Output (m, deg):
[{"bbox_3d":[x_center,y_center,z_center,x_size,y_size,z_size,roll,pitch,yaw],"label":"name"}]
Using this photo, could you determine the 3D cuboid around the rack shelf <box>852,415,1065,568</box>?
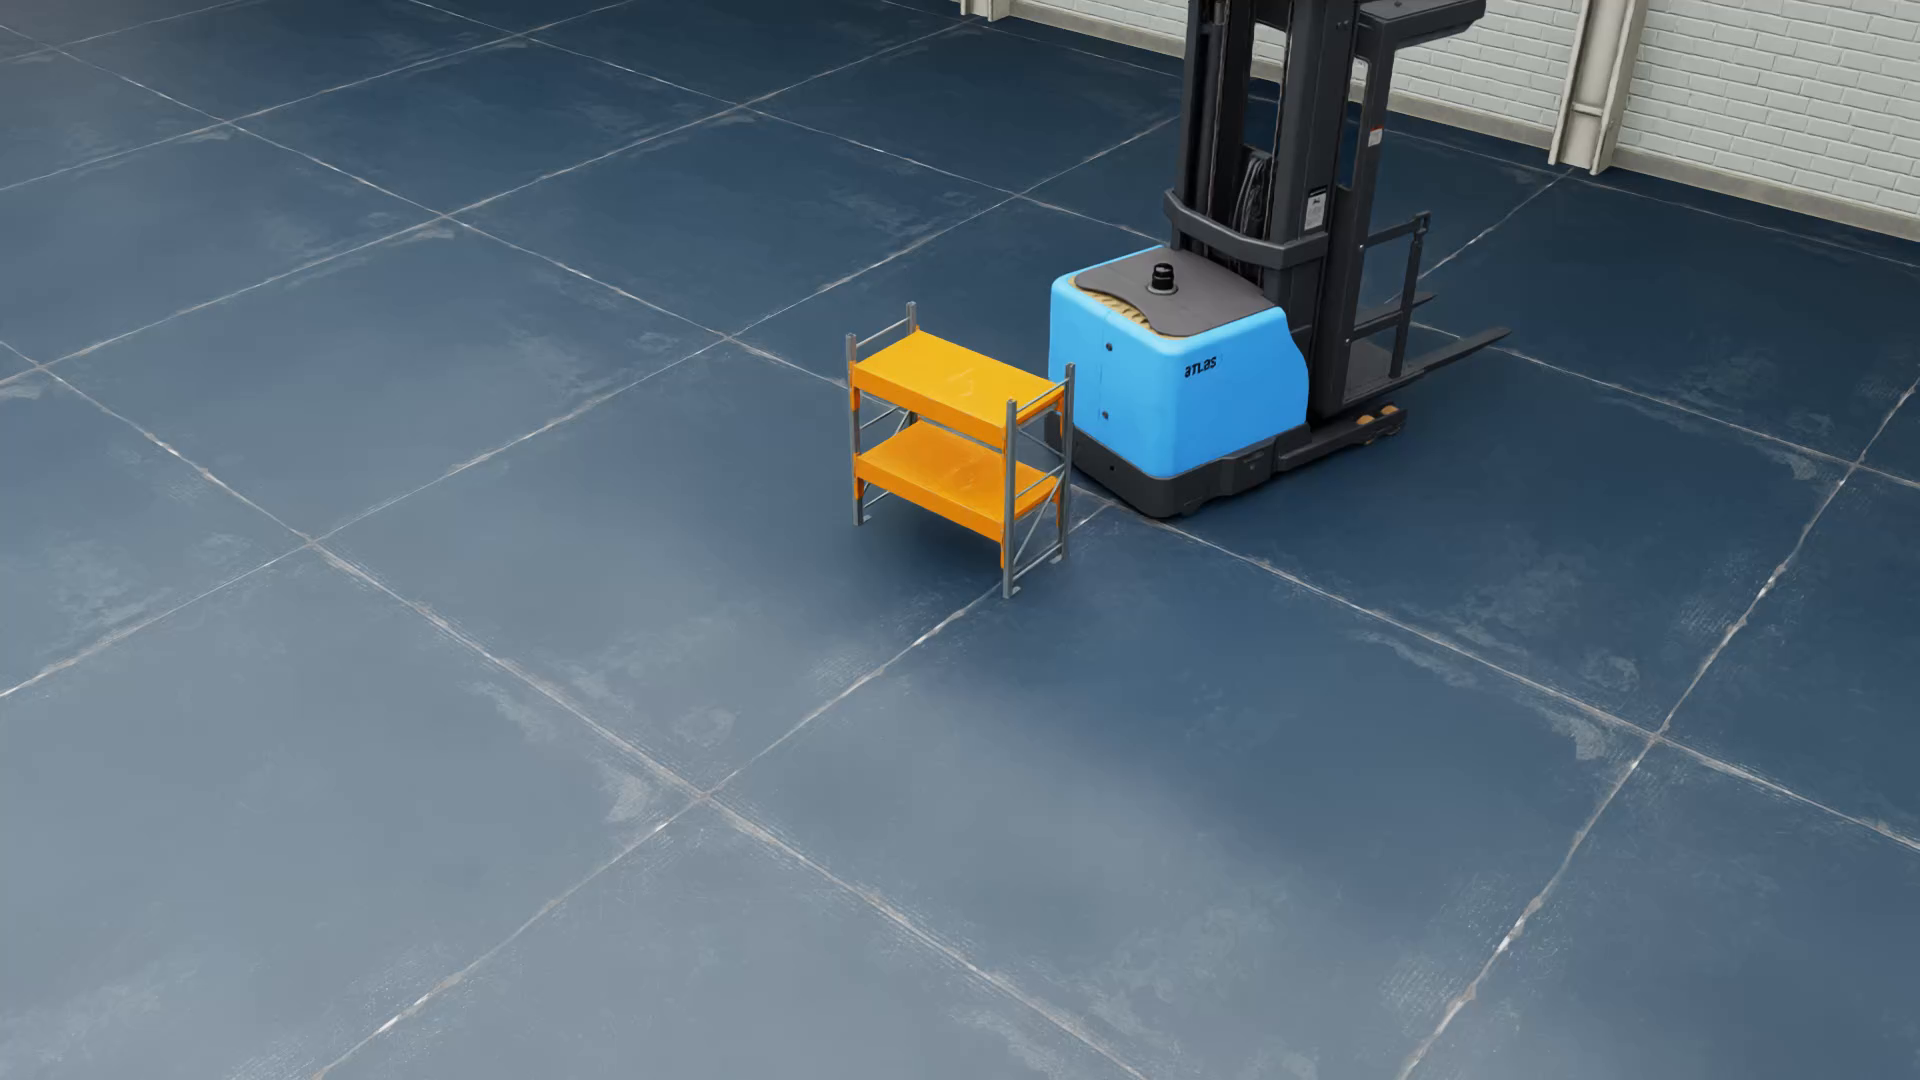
[{"bbox_3d":[-0.005,-0.265,8.574,1.000,0.278,0.538,25,42,32],"label":"rack shelf"}]

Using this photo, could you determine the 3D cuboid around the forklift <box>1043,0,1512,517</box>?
[{"bbox_3d":[1.972,-1.979,9.043,3.031,2.935,1.130,-22,40,-28],"label":"forklift"}]

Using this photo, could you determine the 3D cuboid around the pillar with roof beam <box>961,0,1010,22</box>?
[{"bbox_3d":[-2.503,-6.965,10.943,0.400,9.000,9.100,25,42,32],"label":"pillar with roof beam"}]

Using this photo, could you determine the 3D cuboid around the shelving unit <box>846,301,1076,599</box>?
[{"bbox_3d":[-0.005,-0.466,8.435,1.048,1.125,0.538,25,42,32],"label":"shelving unit"}]

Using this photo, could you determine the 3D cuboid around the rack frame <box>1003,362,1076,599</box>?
[{"bbox_3d":[0.385,-0.282,8.167,0.032,1.125,0.500,25,42,32],"label":"rack frame"}]

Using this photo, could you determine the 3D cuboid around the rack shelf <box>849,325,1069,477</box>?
[{"bbox_3d":[-0.005,-0.707,8.269,1.000,0.278,0.538,25,42,32],"label":"rack shelf"}]

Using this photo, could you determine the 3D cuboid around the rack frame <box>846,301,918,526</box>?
[{"bbox_3d":[-0.396,-0.650,8.703,0.032,1.125,0.500,25,42,32],"label":"rack frame"}]

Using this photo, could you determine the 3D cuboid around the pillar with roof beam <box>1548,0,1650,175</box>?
[{"bbox_3d":[2.109,-4.792,7.778,0.400,9.000,9.100,25,42,32],"label":"pillar with roof beam"}]
